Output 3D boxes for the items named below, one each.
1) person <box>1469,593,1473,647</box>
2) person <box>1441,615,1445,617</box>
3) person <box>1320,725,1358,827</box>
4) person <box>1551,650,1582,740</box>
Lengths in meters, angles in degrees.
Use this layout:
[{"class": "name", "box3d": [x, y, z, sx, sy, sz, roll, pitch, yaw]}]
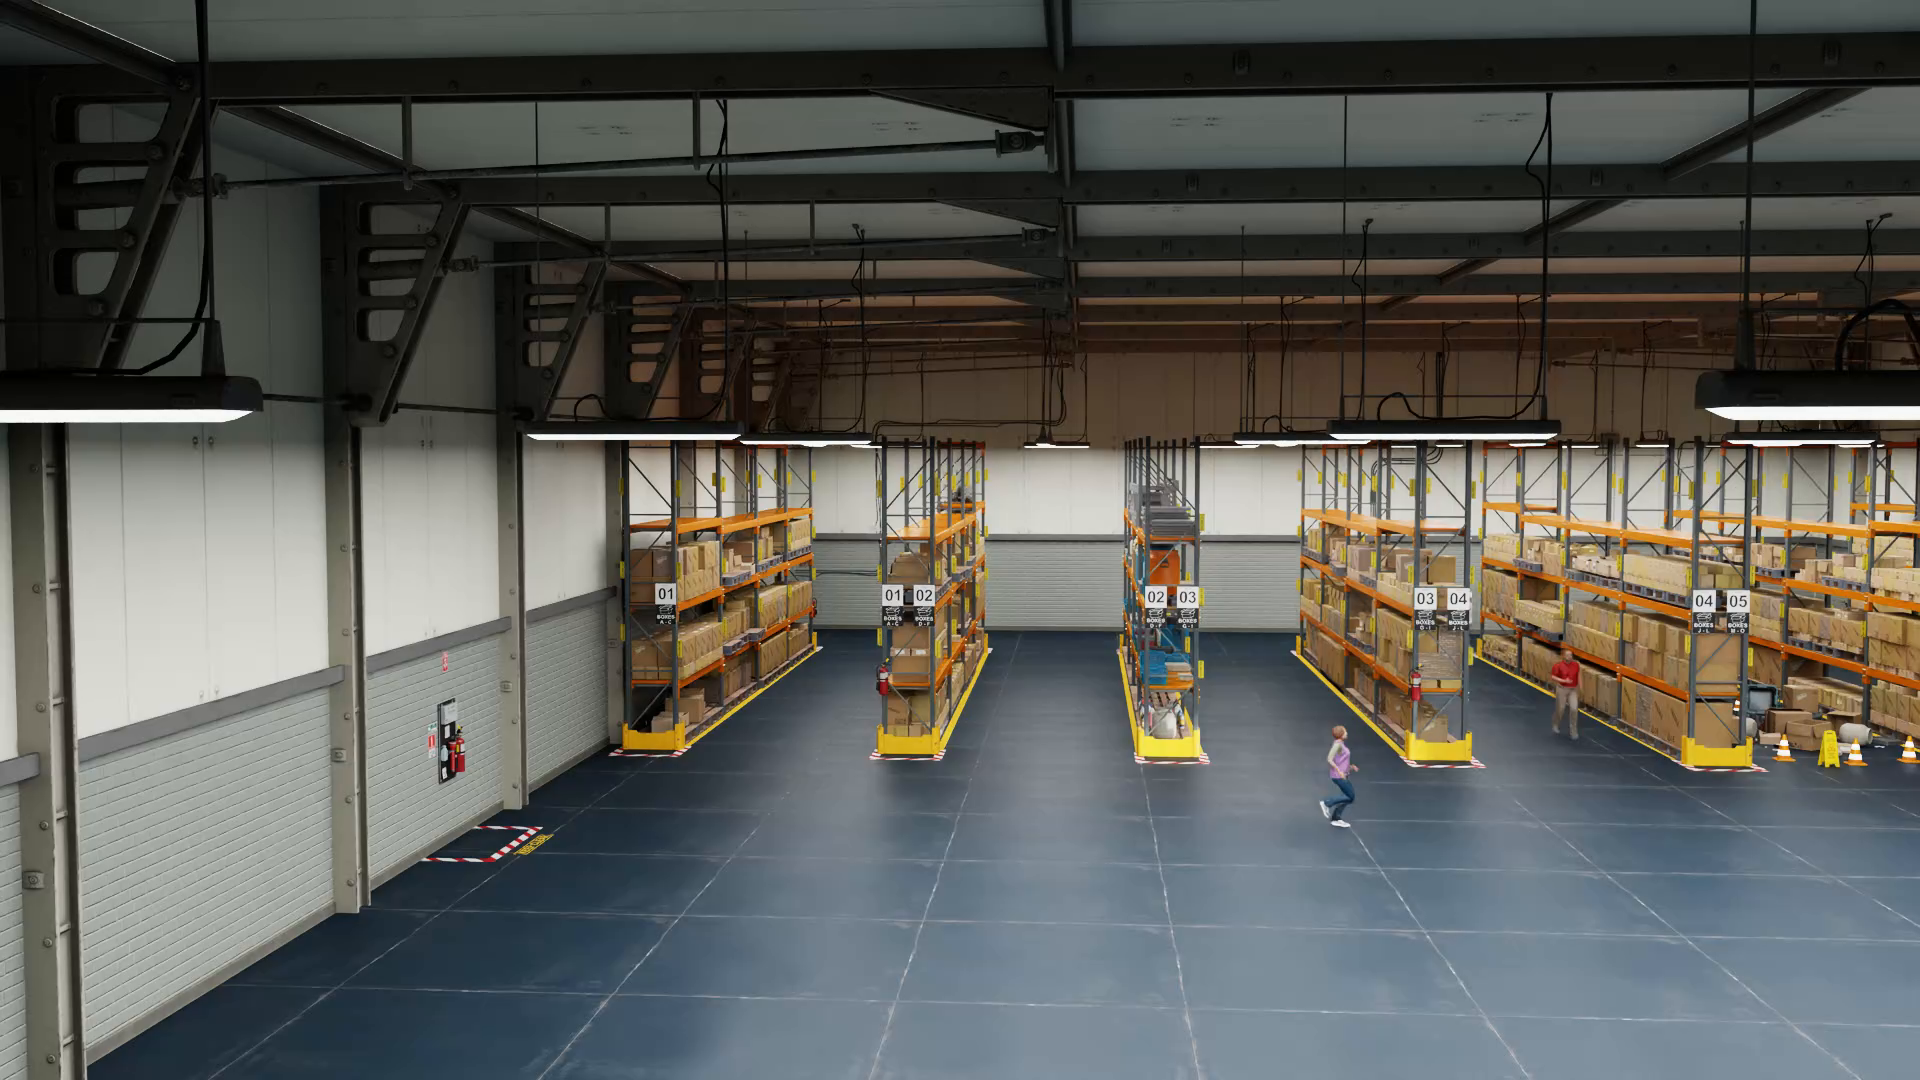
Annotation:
[{"class": "person", "box3d": [14.312, 2.329, 47.245, 0.607, 1.745, 0.674, -1, 3, -21]}, {"class": "person", "box3d": [13.296, 2.427, 46.836, 0.741, 1.626, 0.699, 2, 4, 38]}, {"class": "person", "box3d": [5.777, 3.595, 25.331, 0.545, 1.555, 0.536, 1, 3, 19]}, {"class": "person", "box3d": [12.151, 3.086, 33.333, 0.678, 1.798, 0.805, 0, 3, -2]}]
